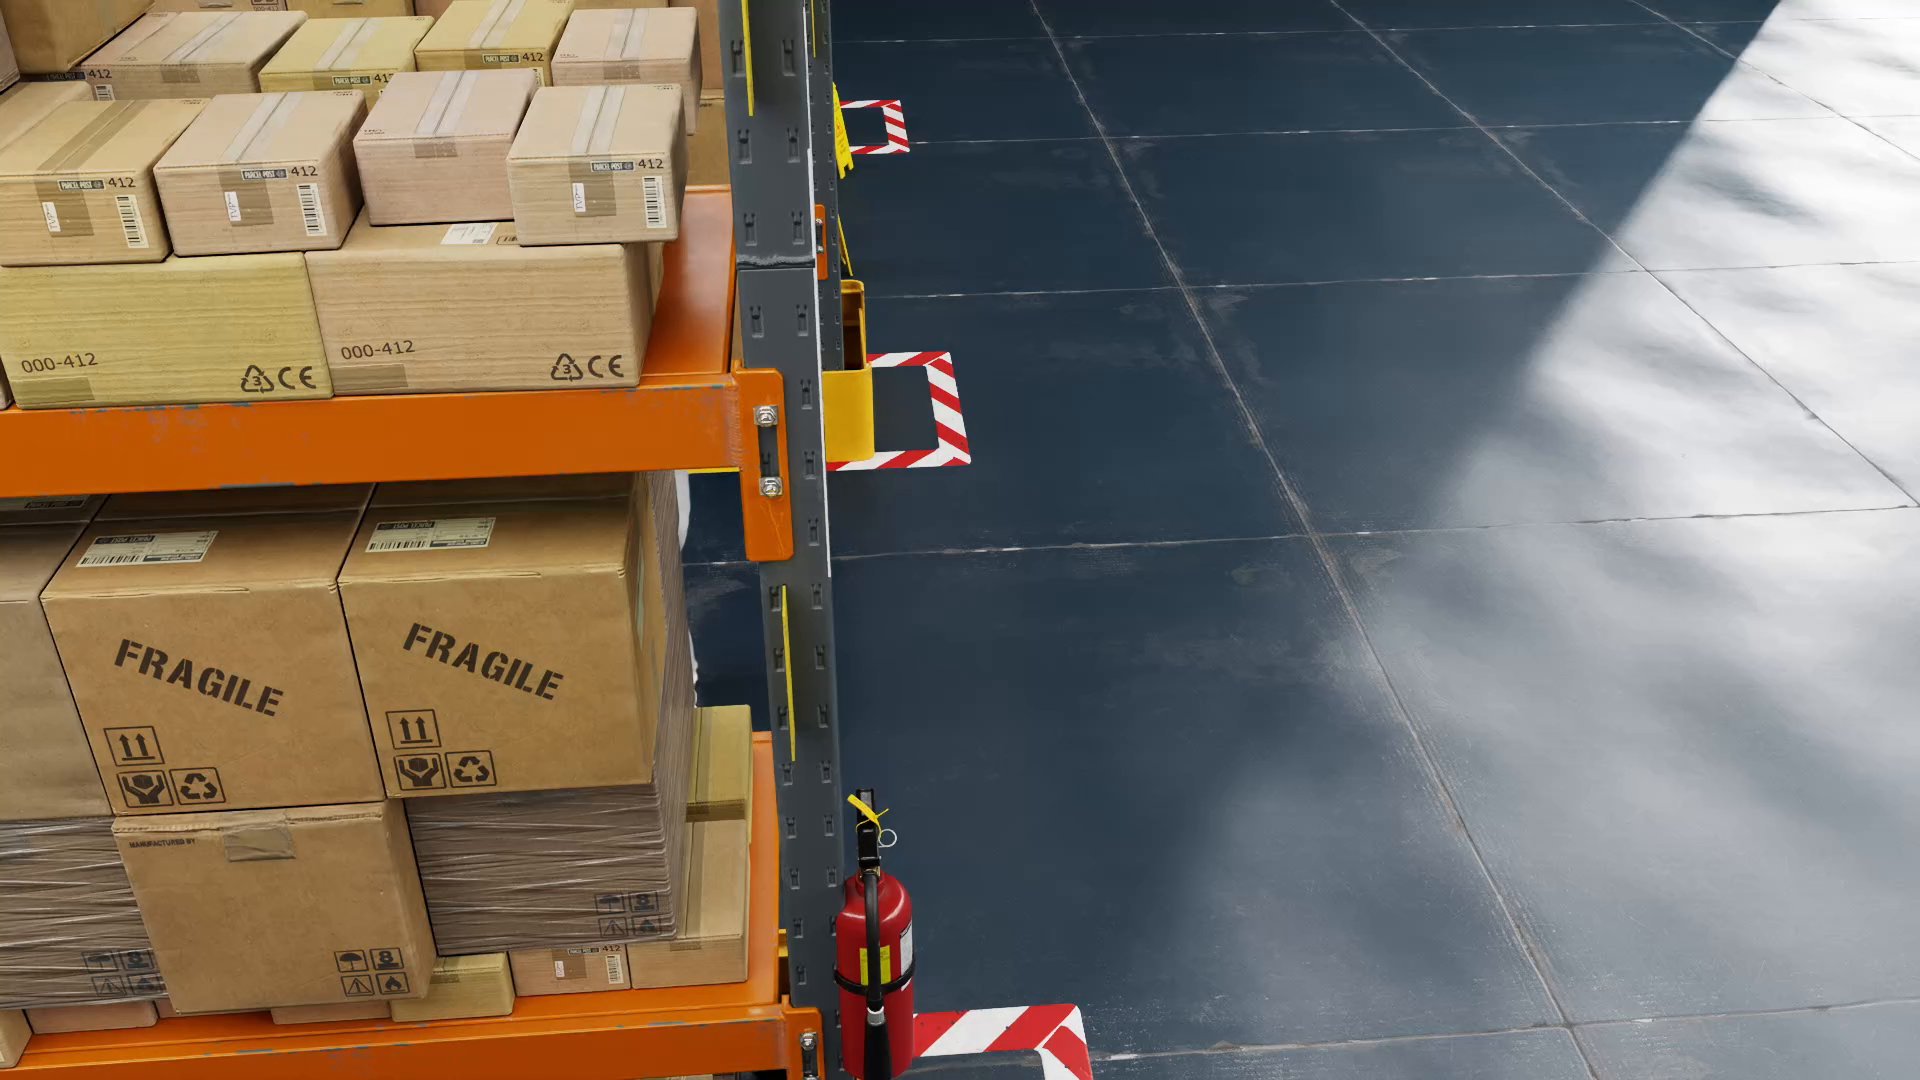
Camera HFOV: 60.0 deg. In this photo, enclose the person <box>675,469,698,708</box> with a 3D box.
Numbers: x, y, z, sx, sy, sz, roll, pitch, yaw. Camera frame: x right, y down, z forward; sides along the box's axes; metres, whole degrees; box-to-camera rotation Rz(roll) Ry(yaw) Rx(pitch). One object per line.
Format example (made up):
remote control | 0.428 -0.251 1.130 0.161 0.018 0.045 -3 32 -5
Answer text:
person | -1.193 -0.063 6.235 0.412 1.676 0.466 -3 31 -5
